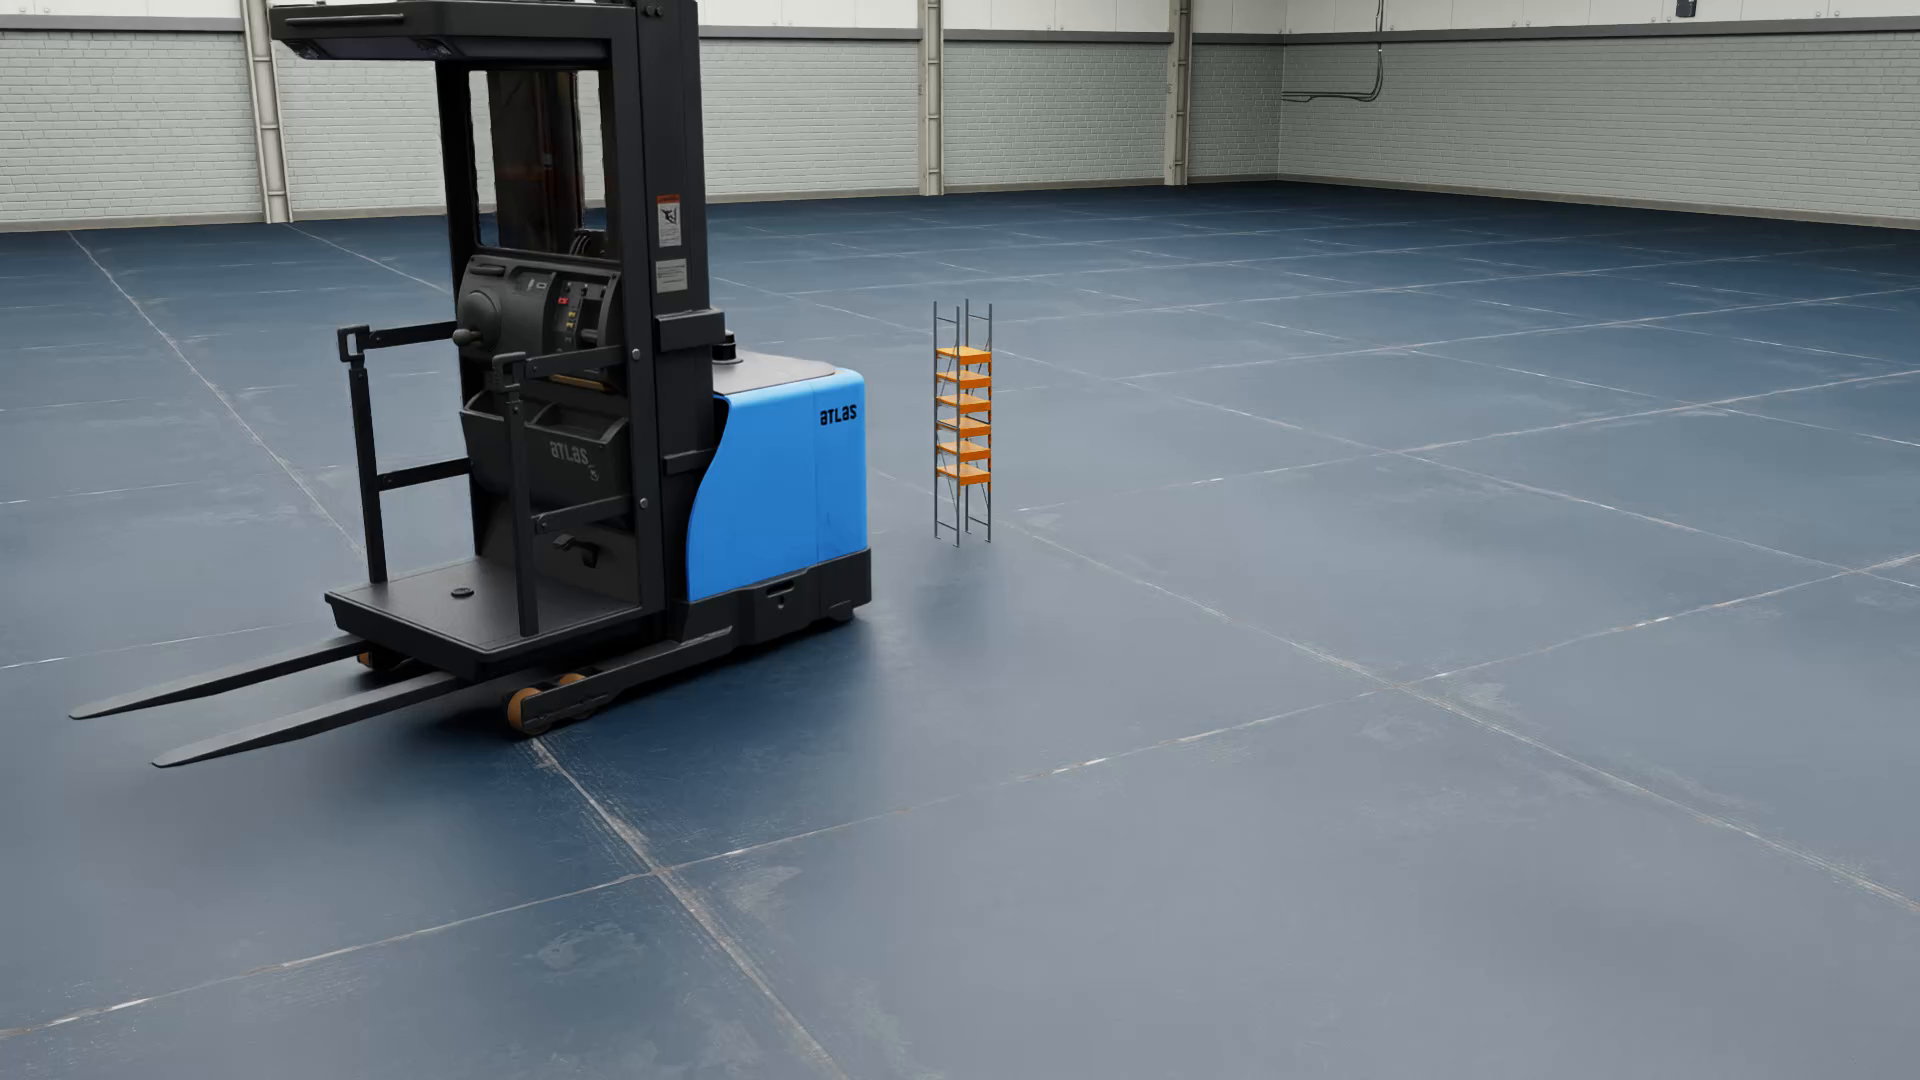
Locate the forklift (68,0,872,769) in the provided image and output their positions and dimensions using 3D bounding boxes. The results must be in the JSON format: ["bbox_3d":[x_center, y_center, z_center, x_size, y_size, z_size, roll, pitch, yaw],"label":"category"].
[{"bbox_3d":[-1.723,-0.869,6.079,1.130,2.935,3.031,13,20,39],"label":"forklift"}]

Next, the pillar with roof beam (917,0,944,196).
[{"bbox_3d":[1.656,-10.067,27.651,0.400,9.000,9.100,-9,18,-30],"label":"pillar with roof beam"}]

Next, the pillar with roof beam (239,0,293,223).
[{"bbox_3d":[-8.630,-8.399,21.701,0.400,9.000,9.100,-9,18,-30],"label":"pillar with roof beam"}]

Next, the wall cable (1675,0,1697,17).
[{"bbox_3d":[12.664,-11.440,26.247,0.169,6.003,2.305,-9,18,-30],"label":"wall cable"}]

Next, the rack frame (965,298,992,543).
[{"bbox_3d":[0.091,-0.592,8.300,0.006,1.200,0.240,-9,18,-30],"label":"rack frame"}]

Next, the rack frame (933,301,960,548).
[{"bbox_3d":[-0.066,-0.567,8.210,0.006,1.200,0.240,-9,18,-30],"label":"rack frame"}]

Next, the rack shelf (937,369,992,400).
[{"bbox_3d":[0.012,-0.768,8.202,0.180,0.103,0.258,-9,18,-30],"label":"rack shelf"}]

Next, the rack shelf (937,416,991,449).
[{"bbox_3d":[0.012,-0.537,8.267,0.180,0.103,0.258,-9,18,-30],"label":"rack shelf"}]

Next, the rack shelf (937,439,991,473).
[{"bbox_3d":[0.012,-0.421,8.299,0.180,0.103,0.258,-9,18,-30],"label":"rack shelf"}]

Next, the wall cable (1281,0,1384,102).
[{"bbox_3d":[7.789,-10.506,34.969,0.112,2.526,3.097,-9,18,-30],"label":"wall cable"}]

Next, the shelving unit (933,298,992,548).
[{"bbox_3d":[0.012,-0.580,8.255,0.189,1.200,0.258,-9,18,-30],"label":"shelving unit"}]

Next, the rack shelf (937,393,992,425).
[{"bbox_3d":[0.012,-0.653,8.235,0.180,0.103,0.258,-9,18,-30],"label":"rack shelf"}]

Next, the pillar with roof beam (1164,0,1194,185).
[{"bbox_3d":[6.799,-10.901,30.627,0.400,9.000,9.100,-9,18,-30],"label":"pillar with roof beam"}]

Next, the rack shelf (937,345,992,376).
[{"bbox_3d":[0.012,-0.884,8.170,0.180,0.103,0.258,-9,18,-30],"label":"rack shelf"}]

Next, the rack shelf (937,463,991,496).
[{"bbox_3d":[0.012,-0.306,8.332,0.180,0.103,0.258,-9,18,-30],"label":"rack shelf"}]
